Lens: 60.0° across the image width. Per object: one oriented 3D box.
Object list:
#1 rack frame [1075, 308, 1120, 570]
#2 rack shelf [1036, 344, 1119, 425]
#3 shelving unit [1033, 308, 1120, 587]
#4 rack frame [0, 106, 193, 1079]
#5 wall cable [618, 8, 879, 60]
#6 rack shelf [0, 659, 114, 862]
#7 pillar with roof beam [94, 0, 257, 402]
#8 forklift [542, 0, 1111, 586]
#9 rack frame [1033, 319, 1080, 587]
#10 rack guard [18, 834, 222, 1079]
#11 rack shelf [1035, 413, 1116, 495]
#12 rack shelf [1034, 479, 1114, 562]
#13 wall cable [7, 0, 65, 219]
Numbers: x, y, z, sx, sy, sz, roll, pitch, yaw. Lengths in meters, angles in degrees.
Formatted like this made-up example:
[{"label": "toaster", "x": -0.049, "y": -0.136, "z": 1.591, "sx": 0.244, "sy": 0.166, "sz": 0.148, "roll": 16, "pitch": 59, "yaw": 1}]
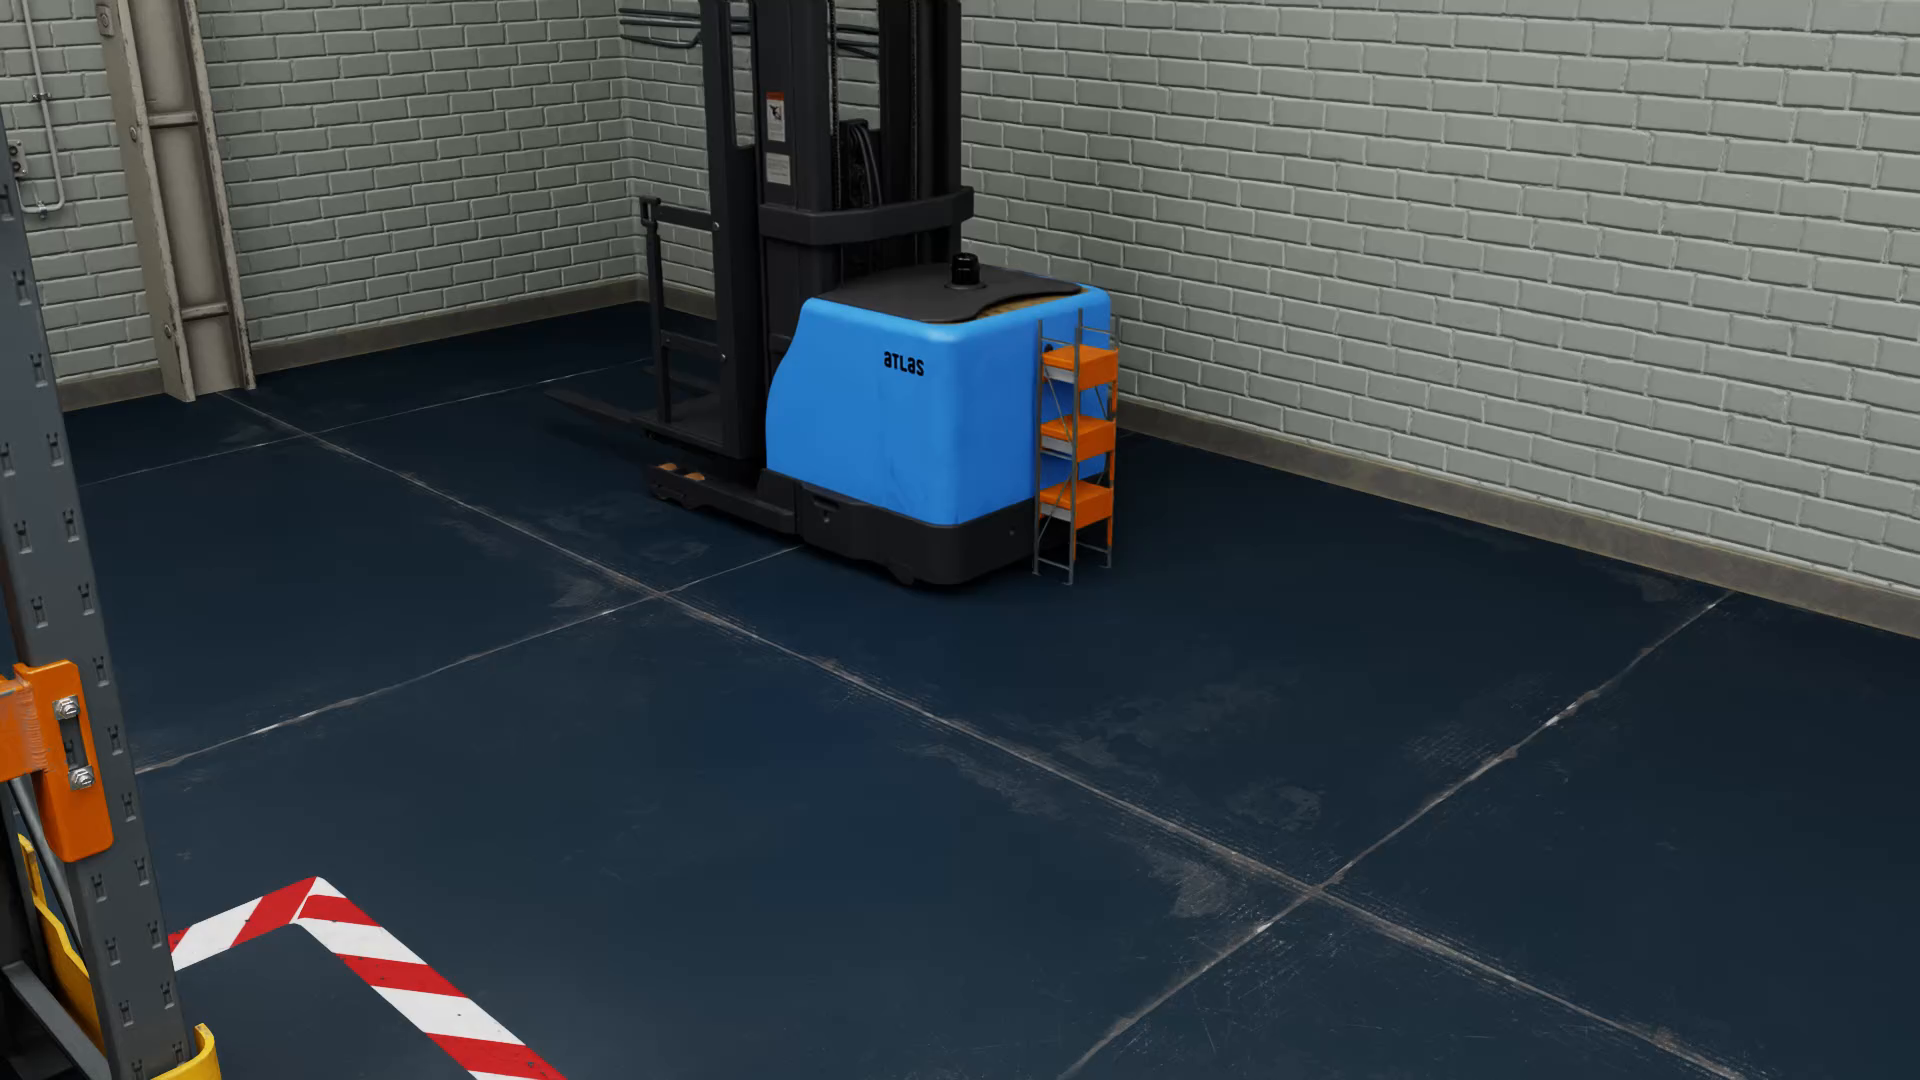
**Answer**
[{"label": "rack frame", "x": 0.538, "y": -0.393, "z": 6.635, "sx": 0.200, "sy": 1.050, "sz": 0.008, "roll": 18, "pitch": 28, "yaw": 39}, {"label": "rack shelf", "x": 0.456, "y": -0.616, "z": 6.453, "sx": 0.215, "sy": 0.259, "sz": 0.240, "roll": 18, "pitch": 28, "yaw": 39}, {"label": "shelving unit", "x": 0.456, "y": -0.361, "z": 6.551, "sx": 0.215, "sy": 1.050, "sz": 0.252, "roll": 18, "pitch": 28, "yaw": 39}, {"label": "rack frame", "x": -1.882, "y": -0.087, "z": 3.120, "sx": 1.000, "sy": 3.000, "sz": 0.127, "roll": 19, "pitch": 28, "yaw": 41}, {"label": "wall cable", "x": -1.232, "y": -4.041, "z": 9.374, "sx": 3.097, "sy": 2.526, "sz": 0.112, "roll": 19, "pitch": 28, "yaw": 41}, {"label": "rack shelf", "x": -3.277, "y": 0.763, "z": 1.911, "sx": 1.077, "sy": 0.370, "sz": 4.000, "roll": 19, "pitch": 28, "yaw": 41}, {"label": "pillar with roof beam", "x": -1.085, "y": -3.959, "z": 4.833, "sx": 9.100, "sy": 9.000, "sz": 0.400, "roll": 19, "pitch": 28, "yaw": 41}, {"label": "forklift", "x": -0.787, "y": -1.622, "z": 7.209, "sx": 3.031, "sy": 2.935, "sz": 1.130, "roll": 19, "pitch": 28, "yaw": 40}, {"label": "rack frame", "x": 0.373, "y": -0.329, "z": 6.468, "sx": 0.200, "sy": 1.050, "sz": 0.008, "roll": 18, "pitch": 28, "yaw": 39}, {"label": "rack guard", "x": -1.935, "y": 1.099, "z": 3.518, "sx": 1.175, "sy": 0.500, "sz": 0.348, "roll": 19, "pitch": 28, "yaw": 41}, {"label": "rack shelf", "x": 0.456, "y": -0.351, "z": 6.555, "sx": 0.215, "sy": 0.259, "sz": 0.240, "roll": 18, "pitch": 28, "yaw": 39}, {"label": "rack shelf", "x": 0.456, "y": -0.092, "z": 6.655, "sx": 0.215, "sy": 0.259, "sz": 0.240, "roll": 18, "pitch": 28, "yaw": 39}, {"label": "wall cable", "x": -5.218, "y": -2.366, "z": 7.633, "sx": 0.084, "sy": 1.984, "sz": 1.851, "roll": 19, "pitch": 28, "yaw": 41}]
